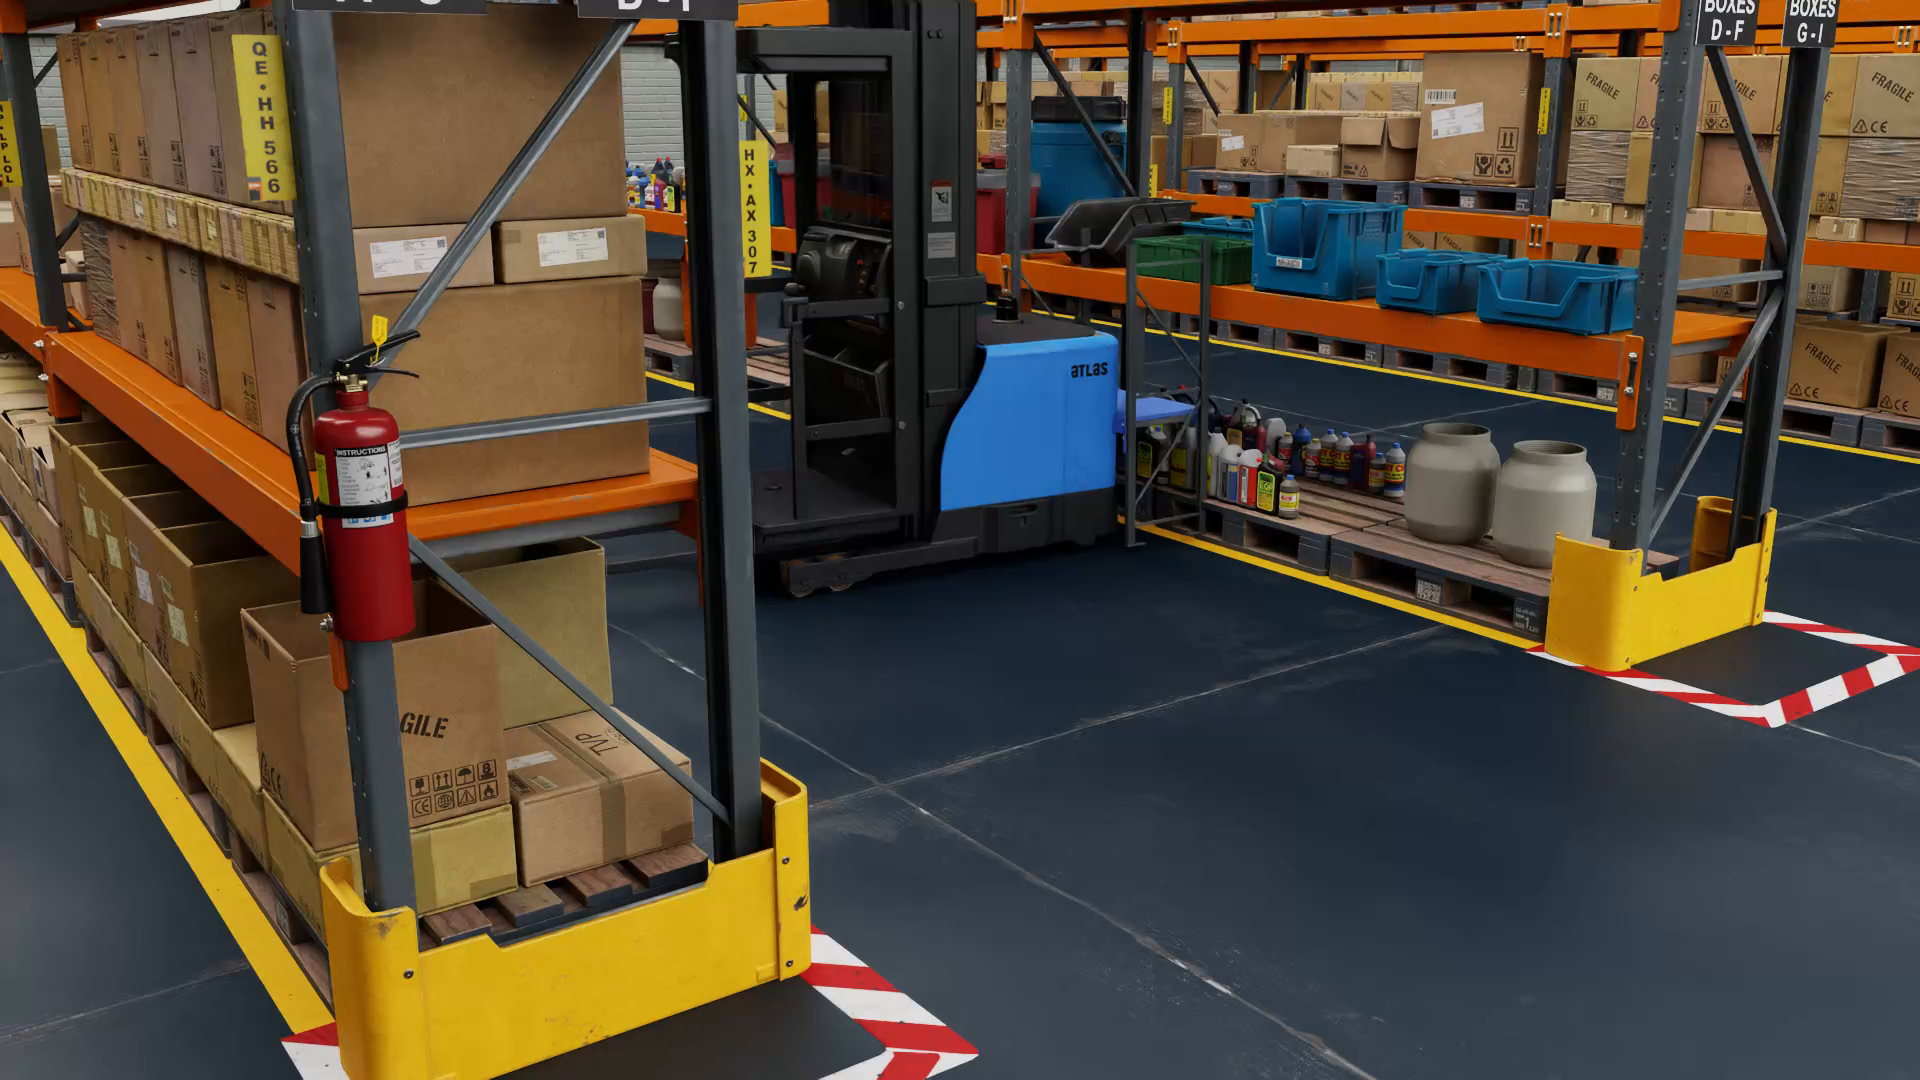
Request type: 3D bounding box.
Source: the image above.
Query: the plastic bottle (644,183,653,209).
[{"bbox_3d":[-2.483,-2.761,13.358,0.097,0.201,0.097,0,15,0],"label":"plastic bottle"}]

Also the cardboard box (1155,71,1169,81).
[{"bbox_3d":[2.979,-6.064,22.402,0.500,0.500,0.500,-10,18,-33],"label":"cardboard box"}]

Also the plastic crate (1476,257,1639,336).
[{"bbox_3d":[2.513,-1.019,6.900,0.499,0.251,0.616,-11,19,-35],"label":"plastic crate"}]

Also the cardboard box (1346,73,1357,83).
[{"bbox_3d":[6.288,-7.259,26.105,0.380,0.149,0.250,-11,19,-34],"label":"cardboard box"}]

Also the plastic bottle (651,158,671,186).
[{"bbox_3d":[-2.597,-3.136,14.446,0.144,0.351,0.185,-11,19,-35],"label":"plastic bottle"}]

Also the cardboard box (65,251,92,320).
[{"bbox_3d":[-3.636,-1.143,7.354,0.500,0.250,0.500,-9,18,-31],"label":"cardboard box"}]

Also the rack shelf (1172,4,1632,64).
[{"bbox_3d":[3.528,-4.181,13.849,1.077,0.370,4.000,-11,19,-35],"label":"rack shelf"}]

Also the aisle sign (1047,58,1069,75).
[{"bbox_3d":[1.434,-7.187,24.230,0.394,0.787,0.004,-11,19,-35],"label":"aisle sign"}]

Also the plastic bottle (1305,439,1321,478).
[{"bbox_3d":[1.917,-0.444,8.985,0.097,0.201,0.097,0,15,0],"label":"plastic bottle"}]

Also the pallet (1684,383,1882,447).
[{"bbox_3d":[5.849,-0.910,11.501,1.003,0.211,1.213,-11,19,-35],"label":"pallet"}]

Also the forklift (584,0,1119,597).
[{"bbox_3d":[-0.736,-1.311,7.815,3.031,2.935,1.130,-8,17,-28],"label":"forklift"}]

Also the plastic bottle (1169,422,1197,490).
[{"bbox_3d":[1.198,-0.452,8.728,0.144,0.351,0.185,-11,19,-35],"label":"plastic bottle"}]

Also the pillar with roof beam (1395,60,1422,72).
[{"bbox_3d":[5.339,-10.467,29.771,9.100,9.000,0.400,-11,19,-35],"label":"pillar with roof beam"}]

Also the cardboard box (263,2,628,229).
[{"bbox_3d":[-1.254,-1.050,4.082,0.700,0.500,0.500,-11,19,-34],"label":"cardboard box"}]

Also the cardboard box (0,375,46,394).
[{"bbox_3d":[-4.979,-0.740,8.949,0.500,0.311,0.500,-11,19,-36],"label":"cardboard box"}]

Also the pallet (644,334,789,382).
[{"bbox_3d":[-2.151,-1.556,13.861,1.003,0.211,1.213,-11,19,-35],"label":"pallet"}]

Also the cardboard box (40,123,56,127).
[{"bbox_3d":[-6.508,-2.564,11.276,0.700,0.500,0.500,-7,17,-24],"label":"cardboard box"}]

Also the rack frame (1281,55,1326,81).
[{"bbox_3d":[5.665,-6.754,27.572,1.000,3.000,0.127,-11,19,-35],"label":"rack frame"}]

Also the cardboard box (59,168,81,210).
[{"bbox_3d":[-3.310,-1.390,6.556,0.380,0.149,0.250,-11,19,-35],"label":"cardboard box"}]

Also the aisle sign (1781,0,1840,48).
[{"bbox_3d":[3.329,-2.315,6.427,0.394,0.787,0.004,-11,19,-35],"label":"aisle sign"}]

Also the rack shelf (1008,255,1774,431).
[{"bbox_3d":[1.874,-1.111,8.315,1.077,0.370,4.000,-11,19,-35],"label":"rack shelf"}]

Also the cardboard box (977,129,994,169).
[{"bbox_3d":[0.365,-4.166,17.925,0.500,0.500,0.500,-11,19,-34],"label":"cardboard box"}]

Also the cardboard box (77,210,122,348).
[{"bbox_3d":[-3.045,-1.071,6.619,0.700,0.500,0.500,-11,19,-36],"label":"cardboard box"}]

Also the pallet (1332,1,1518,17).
[{"bbox_3d":[3.815,-4.379,13.568,1.213,0.211,1.003,-11,19,-35],"label":"pallet"}]

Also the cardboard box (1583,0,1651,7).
[{"bbox_3d":[4.762,-3.892,11.717,0.500,0.250,0.500,-12,19,-37],"label":"cardboard box"}]

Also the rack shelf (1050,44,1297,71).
[{"bbox_3d":[2.896,-6.637,22.824,1.077,0.370,4.000,-11,19,-35],"label":"rack shelf"}]

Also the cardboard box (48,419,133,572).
[{"bbox_3d":[-3.292,-0.207,6.644,0.500,0.500,0.500,-11,19,-35],"label":"cardboard box"}]

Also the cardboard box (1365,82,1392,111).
[{"bbox_3d":[6.629,-6.814,25.706,0.500,0.500,0.500,-11,19,-34],"label":"cardboard box"}]

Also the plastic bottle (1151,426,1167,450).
[{"bbox_3d":[1.065,-0.478,8.977,0.097,0.271,0.097,0,15,0],"label":"plastic bottle"}]

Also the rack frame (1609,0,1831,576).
[{"bbox_3d":[3.050,-1.031,6.660,1.000,3.000,0.127,-11,19,-35],"label":"rack frame"}]

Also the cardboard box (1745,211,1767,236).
[{"bbox_3d":[5.480,-2.122,11.122,0.380,0.149,0.250,-11,19,-35],"label":"cardboard box"}]

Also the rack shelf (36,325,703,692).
[{"bbox_3d":[-2.135,-0.343,5.509,1.077,0.370,4.000,-11,19,-35],"label":"rack shelf"}]

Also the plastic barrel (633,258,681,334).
[{"bbox_3d":[-2.619,-2.121,14.417,0.600,0.588,0.708,-11,19,-35],"label":"plastic barrel"}]

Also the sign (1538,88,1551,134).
[{"bbox_3d":[4.257,-3.125,12.119,0.100,0.325,0.005,-11,19,-35],"label":"sign"}]

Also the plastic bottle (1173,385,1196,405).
[{"bbox_3d":[1.310,-0.727,9.733,0.144,0.351,0.185,-11,19,-36],"label":"plastic bottle"}]

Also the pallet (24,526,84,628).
[{"bbox_3d":[-3.776,0.077,7.895,1.003,0.211,1.213,-11,19,-35],"label":"pallet"}]

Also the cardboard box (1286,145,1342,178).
[{"bbox_3d":[3.152,-3.244,14.237,0.500,0.250,0.500,-12,19,-36],"label":"cardboard box"}]

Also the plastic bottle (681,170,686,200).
[{"bbox_3d":[-2.372,-3.095,14.446,0.097,0.271,0.097,0,15,0],"label":"plastic bottle"}]

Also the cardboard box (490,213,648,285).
[{"bbox_3d":[-1.016,-0.741,4.183,0.380,0.149,0.250,-11,19,-35],"label":"cardboard box"}]

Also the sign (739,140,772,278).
[{"bbox_3d":[-0.507,-0.803,4.039,0.100,0.325,0.005,-11,19,-35],"label":"sign"}]

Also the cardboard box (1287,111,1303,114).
[{"bbox_3d":[4.249,-5.209,20.481,0.380,0.149,0.250,-11,19,-34],"label":"cardboard box"}]

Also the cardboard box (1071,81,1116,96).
[{"bbox_3d":[1.555,-4.338,16.654,0.797,0.503,0.637,-10,18,-33],"label":"cardboard box"}]

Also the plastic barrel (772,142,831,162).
[{"bbox_3d":[-1.136,-2.753,12.693,0.600,0.536,0.708,-11,19,-35],"label":"plastic barrel"}]

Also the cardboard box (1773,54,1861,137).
[{"bbox_3d":[5.655,-2.874,10.746,0.500,0.500,0.500,-11,19,-35],"label":"cardboard box"}]

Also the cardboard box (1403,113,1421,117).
[{"bbox_3d":[5.305,-4.824,19.074,0.380,0.149,0.250,-10,18,-33],"label":"cardboard box"}]

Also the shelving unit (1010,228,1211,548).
[{"bbox_3d":[0.769,-0.832,8.699,0.538,1.500,1.048,-10,17,-30],"label":"shelving unit"}]

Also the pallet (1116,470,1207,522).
[{"bbox_3d":[1.059,-0.390,9.601,1.003,0.211,1.213,-11,19,-35],"label":"pallet"}]

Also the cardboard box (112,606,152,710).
[{"bbox_3d":[-2.704,0.368,5.962,0.500,0.250,0.500,-11,19,-35],"label":"cardboard box"}]

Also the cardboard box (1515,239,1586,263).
[{"bbox_3d":[6.709,-3.230,18.160,1.050,0.750,0.750,-11,19,-35],"label":"cardboard box"}]

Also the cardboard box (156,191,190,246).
[{"bbox_3d":[-2.252,-1.007,5.154,0.380,0.149,0.250,-11,19,-35],"label":"cardboard box"}]

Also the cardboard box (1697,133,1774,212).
[{"bbox_3d":[5.560,-2.536,11.408,0.875,0.500,0.500,-11,19,-35],"label":"cardboard box"}]
